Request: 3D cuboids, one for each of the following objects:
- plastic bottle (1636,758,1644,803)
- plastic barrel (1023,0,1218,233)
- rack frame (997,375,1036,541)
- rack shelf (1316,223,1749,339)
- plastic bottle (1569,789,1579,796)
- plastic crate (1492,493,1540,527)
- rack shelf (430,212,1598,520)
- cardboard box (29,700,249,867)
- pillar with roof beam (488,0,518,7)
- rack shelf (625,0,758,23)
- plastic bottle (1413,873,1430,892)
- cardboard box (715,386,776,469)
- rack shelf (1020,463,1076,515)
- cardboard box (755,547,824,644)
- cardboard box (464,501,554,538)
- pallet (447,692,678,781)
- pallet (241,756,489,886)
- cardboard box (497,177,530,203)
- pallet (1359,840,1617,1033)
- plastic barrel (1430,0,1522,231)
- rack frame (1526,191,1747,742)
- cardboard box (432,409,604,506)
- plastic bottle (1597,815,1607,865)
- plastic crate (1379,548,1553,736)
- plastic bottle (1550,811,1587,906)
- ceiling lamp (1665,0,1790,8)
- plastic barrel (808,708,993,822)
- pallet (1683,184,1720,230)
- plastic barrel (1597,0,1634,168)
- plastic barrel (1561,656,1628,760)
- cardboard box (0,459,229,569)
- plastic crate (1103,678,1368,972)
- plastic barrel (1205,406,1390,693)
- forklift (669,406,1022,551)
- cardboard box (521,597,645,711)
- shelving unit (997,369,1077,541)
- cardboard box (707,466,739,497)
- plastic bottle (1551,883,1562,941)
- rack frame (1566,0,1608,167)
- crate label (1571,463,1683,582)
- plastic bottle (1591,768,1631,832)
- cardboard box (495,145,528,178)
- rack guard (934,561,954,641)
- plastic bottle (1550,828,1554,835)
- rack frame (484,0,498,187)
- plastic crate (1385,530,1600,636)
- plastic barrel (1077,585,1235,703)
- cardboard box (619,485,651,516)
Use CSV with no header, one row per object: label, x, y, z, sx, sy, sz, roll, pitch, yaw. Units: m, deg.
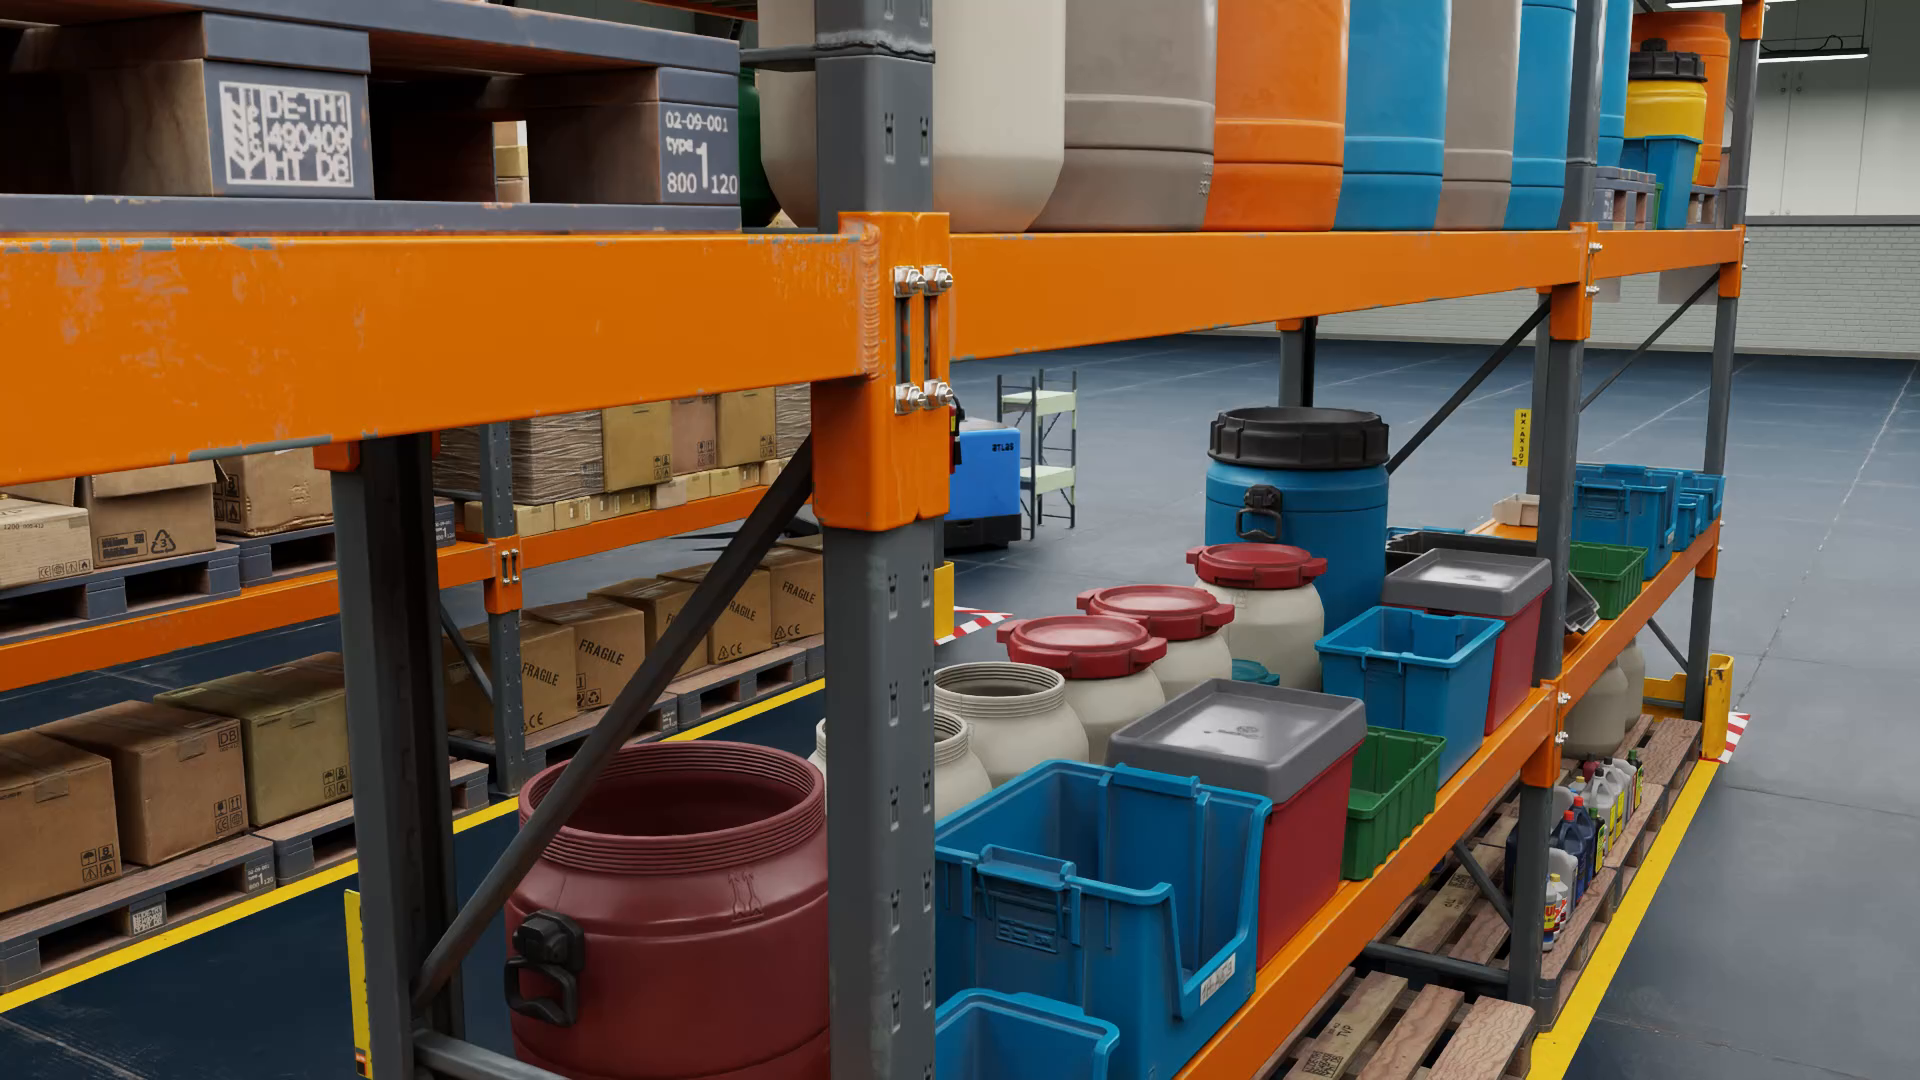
plastic bottle,3.085,1.099,7.635,0.097,0.201,0.097,0,11,0
plastic barrel,0.122,-0.962,2.721,0.600,0.901,0.600,0,11,0
rack frame,0.513,-0.748,15.170,0.400,1.500,0.023,7,13,33
rack shelf,2.626,-1.197,7.295,1.077,0.370,4.000,6,12,31
plastic bottle,2.650,1.180,7.204,0.097,0.201,0.097,0,11,0
plastic crate,2.924,-0.151,8.621,0.298,0.136,0.250,6,12,31
rack shelf,0.549,-0.568,3.934,1.077,0.370,4.000,6,12,31
cardboard box,-3.537,1.034,7.175,0.700,0.500,0.500,5,12,26
pillar with roof beam,-4.505,-6.685,26.506,9.100,9.000,0.548,6,12,31
rack shelf,-1.608,-3.143,9.546,1.077,0.370,4.000,6,12,31
plastic bottle,1.798,1.209,6.642,0.144,0.351,0.185,6,12,31
cardboard box,-1.601,-0.733,9.934,0.875,0.500,0.500,6,12,31
rack shelf,0.716,-0.484,15.529,0.431,0.370,0.720,7,13,33
cardboard box,-1.189,0.352,10.868,0.500,0.500,0.500,-10,14,-43
cardboard box,-2.277,-0.116,8.402,0.380,0.149,0.250,6,12,31
pallet,-2.327,1.027,9.191,1.003,0.211,1.213,6,12,31
pallet,-3.049,1.259,7.954,1.003,0.211,1.213,6,12,31
cardboard box,-2.193,-1.682,8.337,0.500,0.250,0.500,6,12,28
pallet,1.972,1.508,6.624,1.003,0.211,1.213,6,12,31
plastic barrel,1.169,-1.279,4.415,0.600,0.901,0.600,0,11,0
rack frame,3.664,-0.391,9.185,1.000,3.000,0.127,6,12,31
cardboard box,-2.359,-0.495,8.662,0.875,0.500,0.500,6,12,31
plastic bottle,2.626,1.238,6.892,0.097,0.201,0.097,0,11,0
plastic crate,1.597,0.312,5.256,0.402,0.464,0.583,6,12,31
plastic bottle,2.361,1.237,6.494,0.144,0.351,0.185,7,13,32
ceiling lamp,10.834,-8.922,22.590,2.000,3.185,0.800,6,12,31
plastic barrel,-0.138,0.630,3.427,0.421,0.512,0.421,0,11,0
pallet,3.151,-1.651,8.281,1.003,0.211,1.213,6,12,31
plastic barrel,2.195,-1.835,6.245,0.600,0.901,0.708,6,12,31
plastic barrel,3.127,0.816,8.362,0.421,0.512,0.421,0,11,0
cardboard box,-3.467,-0.210,6.800,0.797,0.503,0.637,8,13,36
plastic crate,0.611,0.611,3.660,0.402,0.464,0.583,6,12,31
plastic barrel,1.128,0.024,5.608,0.600,0.901,0.708,6,12,31
forklift,-0.994,-1.326,14.367,3.031,2.935,1.130,-6,12,-28
cardboard box,-2.113,0.638,9.344,0.500,0.500,0.500,-9,14,-39
shelving unit,0.716,-0.804,15.469,0.431,1.500,0.755,7,13,33
cardboard box,-1.510,-0.353,9.669,0.380,0.149,0.250,6,12,31
plastic bottle,2.180,1.374,6.171,0.097,0.201,0.097,0,11,0
rack frame,1.587,-2.710,5.272,1.000,3.000,0.127,6,12,31
crate label,2.940,-0.093,7.497,0.502,0.435,0.616,6,12,31
plastic bottle,2.859,1.122,7.314,0.152,0.276,0.135,6,12,29
cardboard box,-2.214,-1.853,8.169,0.380,0.149,0.250,6,12,29
rack guard,-0.609,0.377,11.878,1.175,0.500,0.348,6,12,31
plastic bottle,2.333,1.242,6.685,0.097,0.271,0.097,0,11,0
rack frame,-2.646,-3.183,7.800,1.000,3.000,0.127,6,12,31
plastic crate,1.968,0.199,6.205,0.767,0.338,0.504,6,12,31
plastic barrel,0.522,0.417,4.504,0.433,0.535,0.433,0,11,0
cardboard box,-1.908,-0.237,9.044,0.380,0.149,0.250,6,12,31
